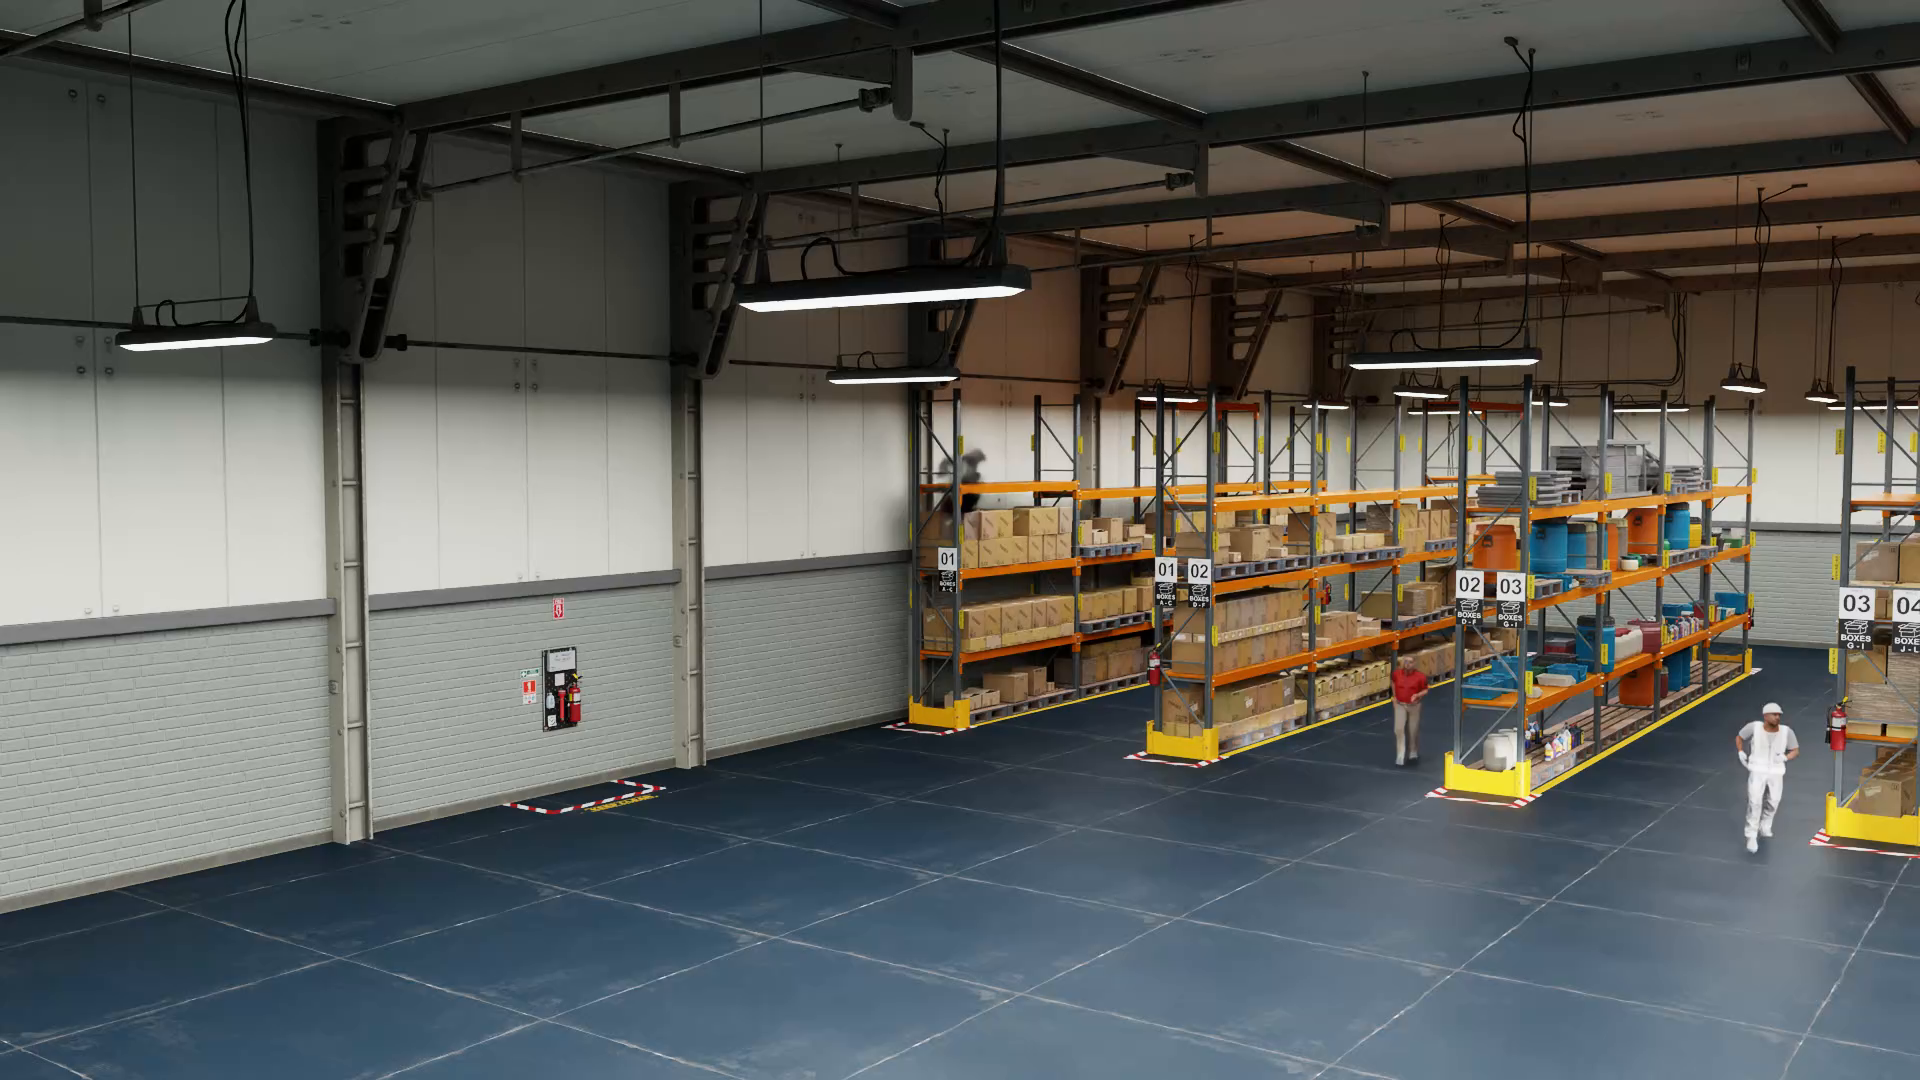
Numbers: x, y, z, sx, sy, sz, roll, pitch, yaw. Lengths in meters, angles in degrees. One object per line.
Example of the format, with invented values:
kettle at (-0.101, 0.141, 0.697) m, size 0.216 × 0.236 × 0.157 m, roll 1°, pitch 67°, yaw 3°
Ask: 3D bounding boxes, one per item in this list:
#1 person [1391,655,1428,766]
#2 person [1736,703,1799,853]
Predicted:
person at (7.047, 2.682, 26.113) m, size 0.573 × 1.777 × 0.867 m, roll 1°, pitch 3°, yaw 18°
person at (10.096, 2.925, 20.758) m, size 0.690 × 1.797 × 0.957 m, roll 1°, pitch 3°, yaw 14°
